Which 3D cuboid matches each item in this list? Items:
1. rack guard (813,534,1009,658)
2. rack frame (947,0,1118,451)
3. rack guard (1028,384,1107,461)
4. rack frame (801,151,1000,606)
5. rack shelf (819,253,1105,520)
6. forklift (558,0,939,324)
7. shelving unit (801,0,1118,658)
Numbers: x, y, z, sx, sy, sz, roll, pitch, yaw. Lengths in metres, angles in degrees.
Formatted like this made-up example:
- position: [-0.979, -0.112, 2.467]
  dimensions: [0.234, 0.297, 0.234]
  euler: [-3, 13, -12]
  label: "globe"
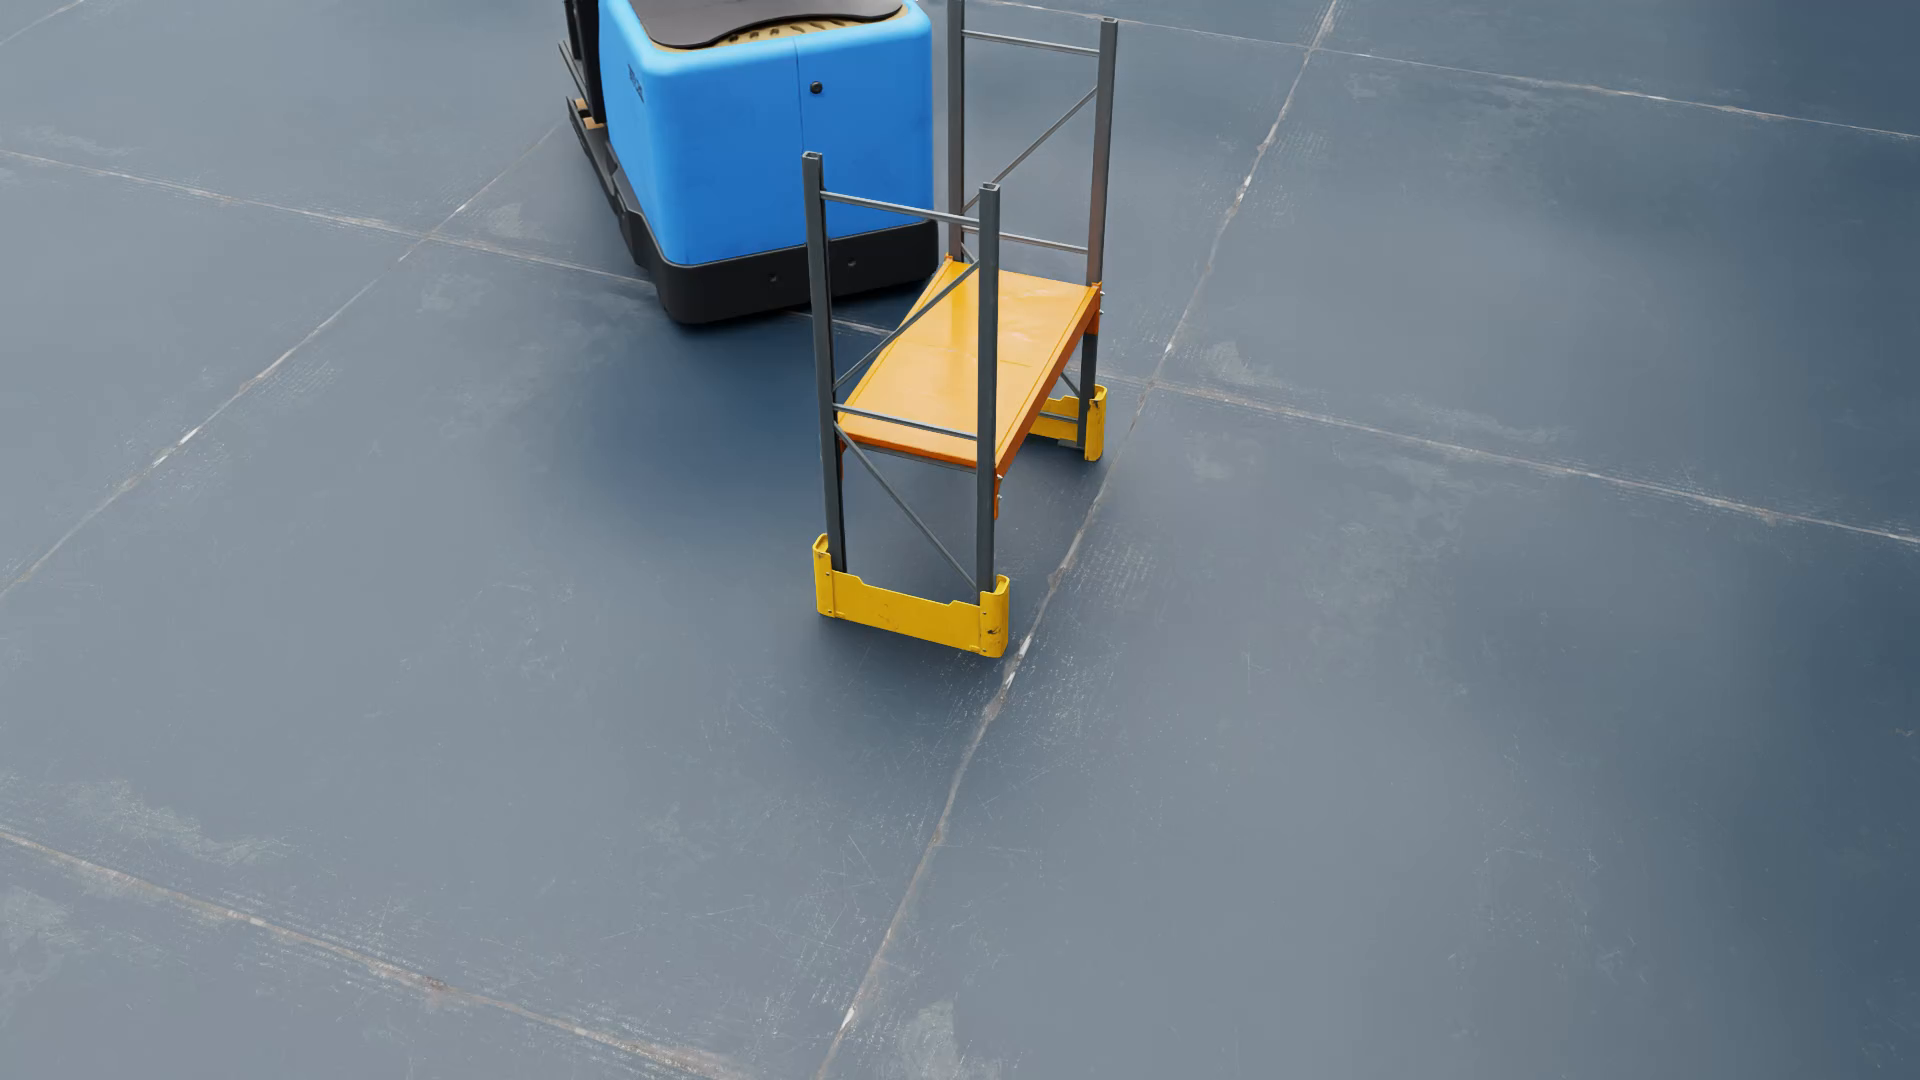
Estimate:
- position: [-0.144, 0.162, 4.867]
  dimensions: [0.587, 0.250, 0.087]
  euler: [13, 42, 15]
  label: "rack guard"
- position: [0.203, -0.933, 5.188]
  dimensions: [0.500, 1.500, 0.032]
  euler: [13, 42, 15]
  label: "rack frame"
- position: [0.196, -0.445, 5.579]
  dimensions: [0.587, 0.250, 0.087]
  euler: [13, 42, 15]
  label: "rack guard"
- position: [-0.145, -0.313, 4.461]
  dimensions: [0.500, 1.500, 0.032]
  euler: [13, 42, 15]
  label: "rack frame"
- position: [0.029, -0.486, 4.941]
  dimensions: [0.538, 0.185, 1.000]
  euler: [13, 42, 15]
  label: "rack shelf"
- position: [-1.081, -2.865, 6.350]
  dimensions: [1.130, 2.935, 3.031]
  euler: [-14, 42, -16]
  label: "forklift"
- position: [0.026, -0.617, 4.818]
  dimensions: [0.587, 1.500, 1.083]
  euler: [13, 42, 15]
  label: "shelving unit"
